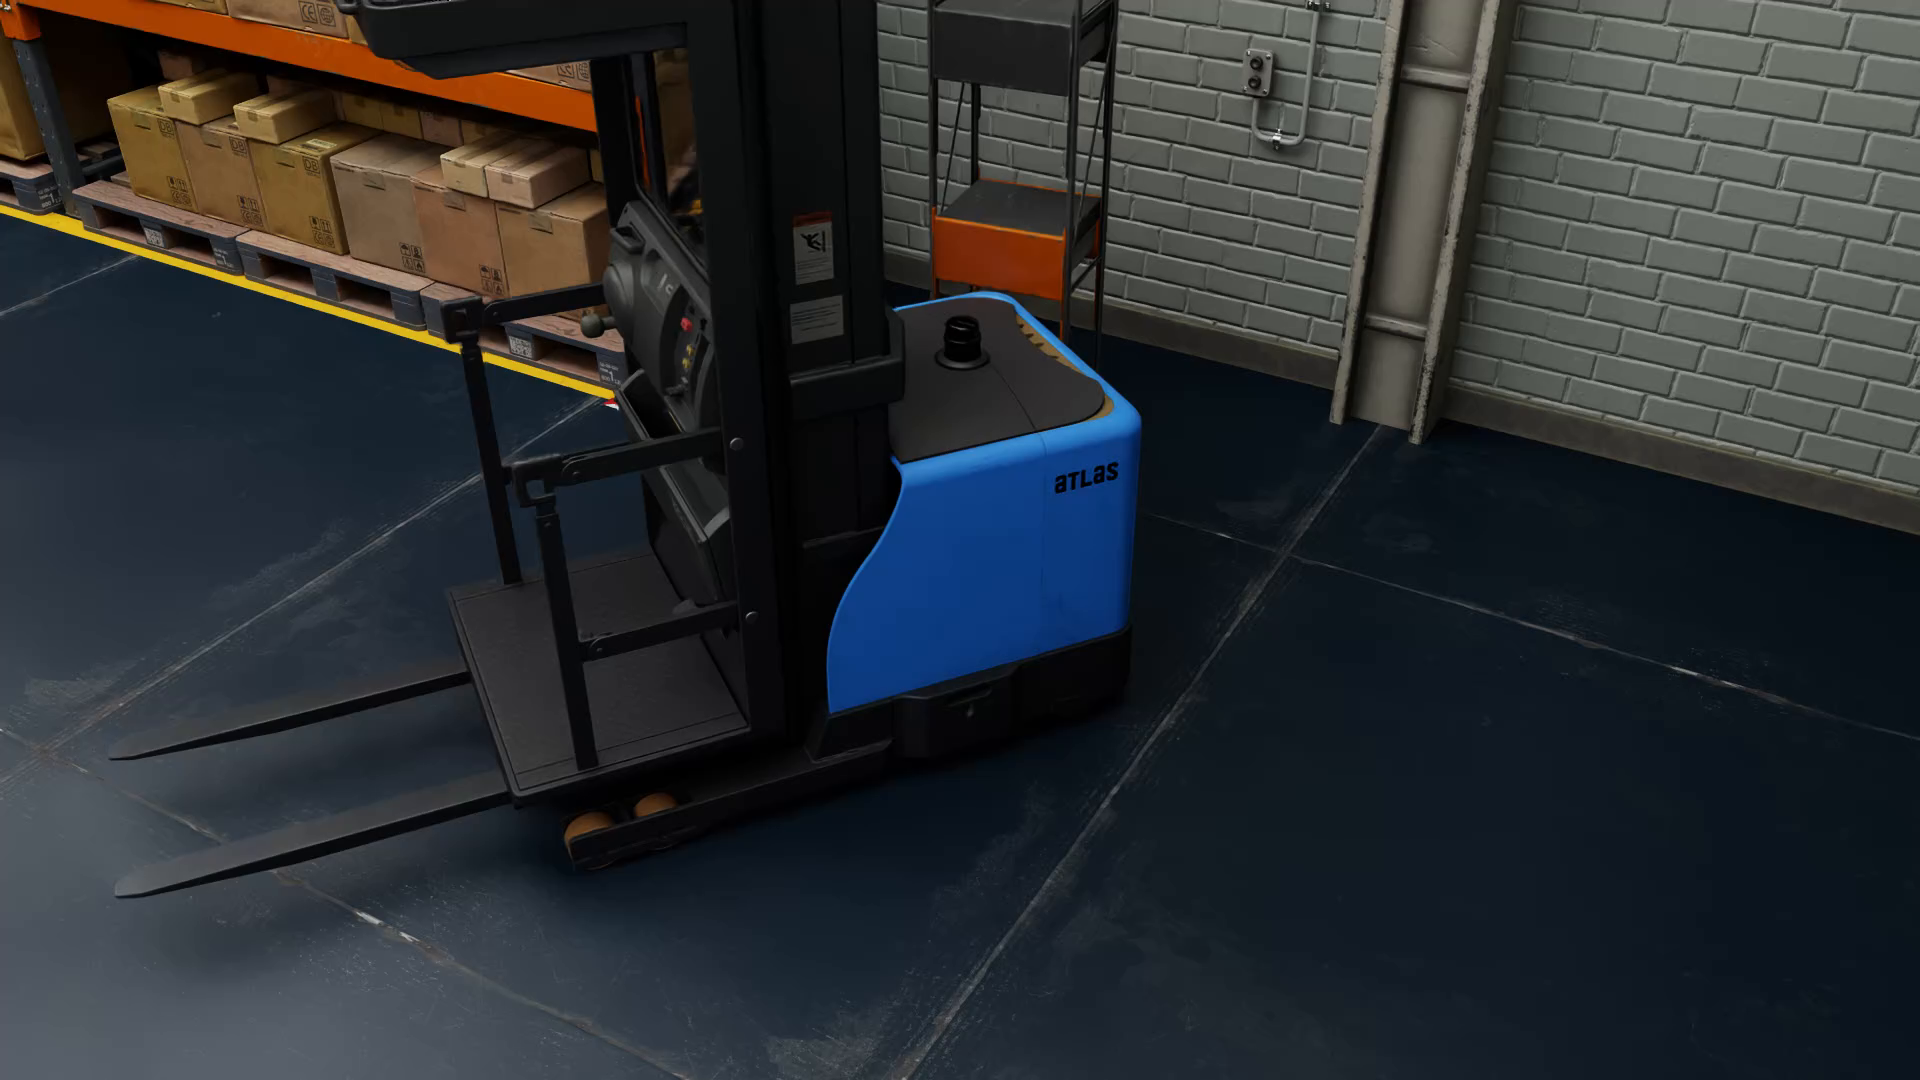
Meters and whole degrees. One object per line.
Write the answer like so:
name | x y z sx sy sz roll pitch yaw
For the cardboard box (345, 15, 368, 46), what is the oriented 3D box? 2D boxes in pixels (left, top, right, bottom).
cardboard box | -2.057 -2.548 7.100 0.700 0.700 0.980 17 37 24

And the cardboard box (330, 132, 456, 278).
cardboard box | -2.501 -1.648 7.894 0.500 0.500 0.700 16 37 23

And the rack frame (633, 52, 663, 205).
rack frame | -0.972 -2.093 6.687 0.127 3.000 1.000 18 37 24

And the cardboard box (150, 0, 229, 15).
cardboard box | -3.351 -2.958 7.715 0.700 0.700 0.980 17 37 23

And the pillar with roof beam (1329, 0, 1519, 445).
pillar with roof beam | -0.335 -2.192 1.424 0.400 9.000 9.100 18 37 24

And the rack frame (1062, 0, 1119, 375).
rack frame | 0.430 -0.912 5.725 0.015 2.100 0.400 13 36 19

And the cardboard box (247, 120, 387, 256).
cardboard box | -2.968 -1.791 8.109 0.500 0.500 0.700 18 38 25

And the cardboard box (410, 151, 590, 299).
cardboard box | -2.064 -1.510 7.687 0.500 0.500 0.700 17 37 24

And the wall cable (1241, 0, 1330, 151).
wall cable | 0.609 -2.619 6.561 1.851 1.984 0.084 18 37 24

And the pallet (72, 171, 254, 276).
pallet | -3.824 -1.786 8.742 1.213 0.211 1.003 18 37 24

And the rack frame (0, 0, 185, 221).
rack frame | -4.445 -3.193 8.339 0.127 3.000 1.000 18 37 24

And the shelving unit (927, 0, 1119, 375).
shelving unit | 0.205 -0.964 5.804 0.503 2.100 0.431 13 36 19

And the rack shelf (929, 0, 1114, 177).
rack shelf | 0.205 -1.536 5.423 0.480 0.518 0.431 13 36 19

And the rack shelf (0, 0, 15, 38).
rack shelf | -6.182 -3.444 9.365 4.000 0.370 1.077 18 37 24

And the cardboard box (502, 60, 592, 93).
cardboard box | -1.420 -2.354 6.808 0.700 0.700 0.980 19 38 26

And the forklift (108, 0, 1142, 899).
forklift | -1.008 -0.600 4.507 3.031 2.935 1.130 -14 36 -20

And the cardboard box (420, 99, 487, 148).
cardboard box | -2.300 -1.982 7.811 0.250 0.149 0.380 18 38 25

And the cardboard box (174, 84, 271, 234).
cardboard box | -3.412 -1.933 8.323 0.500 0.500 0.700 17 37 24

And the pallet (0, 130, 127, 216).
pallet | -5.153 -2.209 9.376 1.213 0.211 1.003 18 37 24

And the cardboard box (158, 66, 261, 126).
cardboard box | -3.640 -2.161 8.080 0.250 0.149 0.380 19 38 26

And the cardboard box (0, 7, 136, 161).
cardboard box | -5.074 -2.590 8.993 0.750 0.750 0.750 18 38 25

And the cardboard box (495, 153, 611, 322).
cardboard box | -1.630 -1.372 7.481 0.500 0.500 0.700 18 37 24

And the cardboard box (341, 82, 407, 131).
cardboard box | -2.743 -2.122 8.021 0.250 0.149 0.380 17 37 24

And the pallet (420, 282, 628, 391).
pallet | -1.705 -1.115 7.734 1.213 0.211 1.003 18 37 24

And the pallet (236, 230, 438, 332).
pallet | -2.760 -1.451 8.239 1.213 0.211 1.003 18 37 24

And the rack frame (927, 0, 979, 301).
rack frame | -0.020 -1.017 5.883 0.015 2.100 0.400 13 36 19

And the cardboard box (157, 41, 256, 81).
cardboard box | -3.874 -2.478 8.556 0.250 0.149 0.380 17 37 24

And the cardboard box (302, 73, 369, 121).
cardboard box | -2.968 -2.192 8.127 0.250 0.149 0.380 18 38 25

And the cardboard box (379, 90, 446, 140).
cardboard box | -2.524 -2.052 7.916 0.250 0.149 0.380 18 38 25

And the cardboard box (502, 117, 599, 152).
cardboard box | -1.862 -1.843 7.602 0.250 0.149 0.380 18 38 25

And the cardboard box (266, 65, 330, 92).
cardboard box | -3.187 -2.262 8.232 0.250 0.149 0.380 16 37 23

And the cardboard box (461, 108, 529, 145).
cardboard box | -2.079 -1.912 7.706 0.250 0.149 0.380 18 38 25

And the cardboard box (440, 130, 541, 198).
cardboard box | -2.054 -1.660 7.327 0.250 0.149 0.380 19 38 26

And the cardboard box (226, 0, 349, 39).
cardboard box | -2.715 -2.763 7.422 0.700 0.700 0.980 16 37 22

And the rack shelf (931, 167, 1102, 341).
rack shelf | 0.205 -0.953 5.811 0.480 0.518 0.431 13 36 19

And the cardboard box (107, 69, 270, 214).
cardboard box | -3.847 -2.073 8.533 0.500 0.500 0.700 18 38 25

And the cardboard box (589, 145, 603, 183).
cardboard box | -1.422 -1.704 7.394 0.250 0.149 0.380 18 38 25

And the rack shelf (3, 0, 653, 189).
rack shelf | -2.709 -2.344 7.713 4.000 0.370 1.077 18 37 24

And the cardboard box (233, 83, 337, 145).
cardboard box | -3.187 -2.017 7.864 0.250 0.149 0.380 16 37 23

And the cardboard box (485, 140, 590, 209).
cardboard box | -1.832 -1.590 7.222 0.250 0.149 0.380 17 37 24
